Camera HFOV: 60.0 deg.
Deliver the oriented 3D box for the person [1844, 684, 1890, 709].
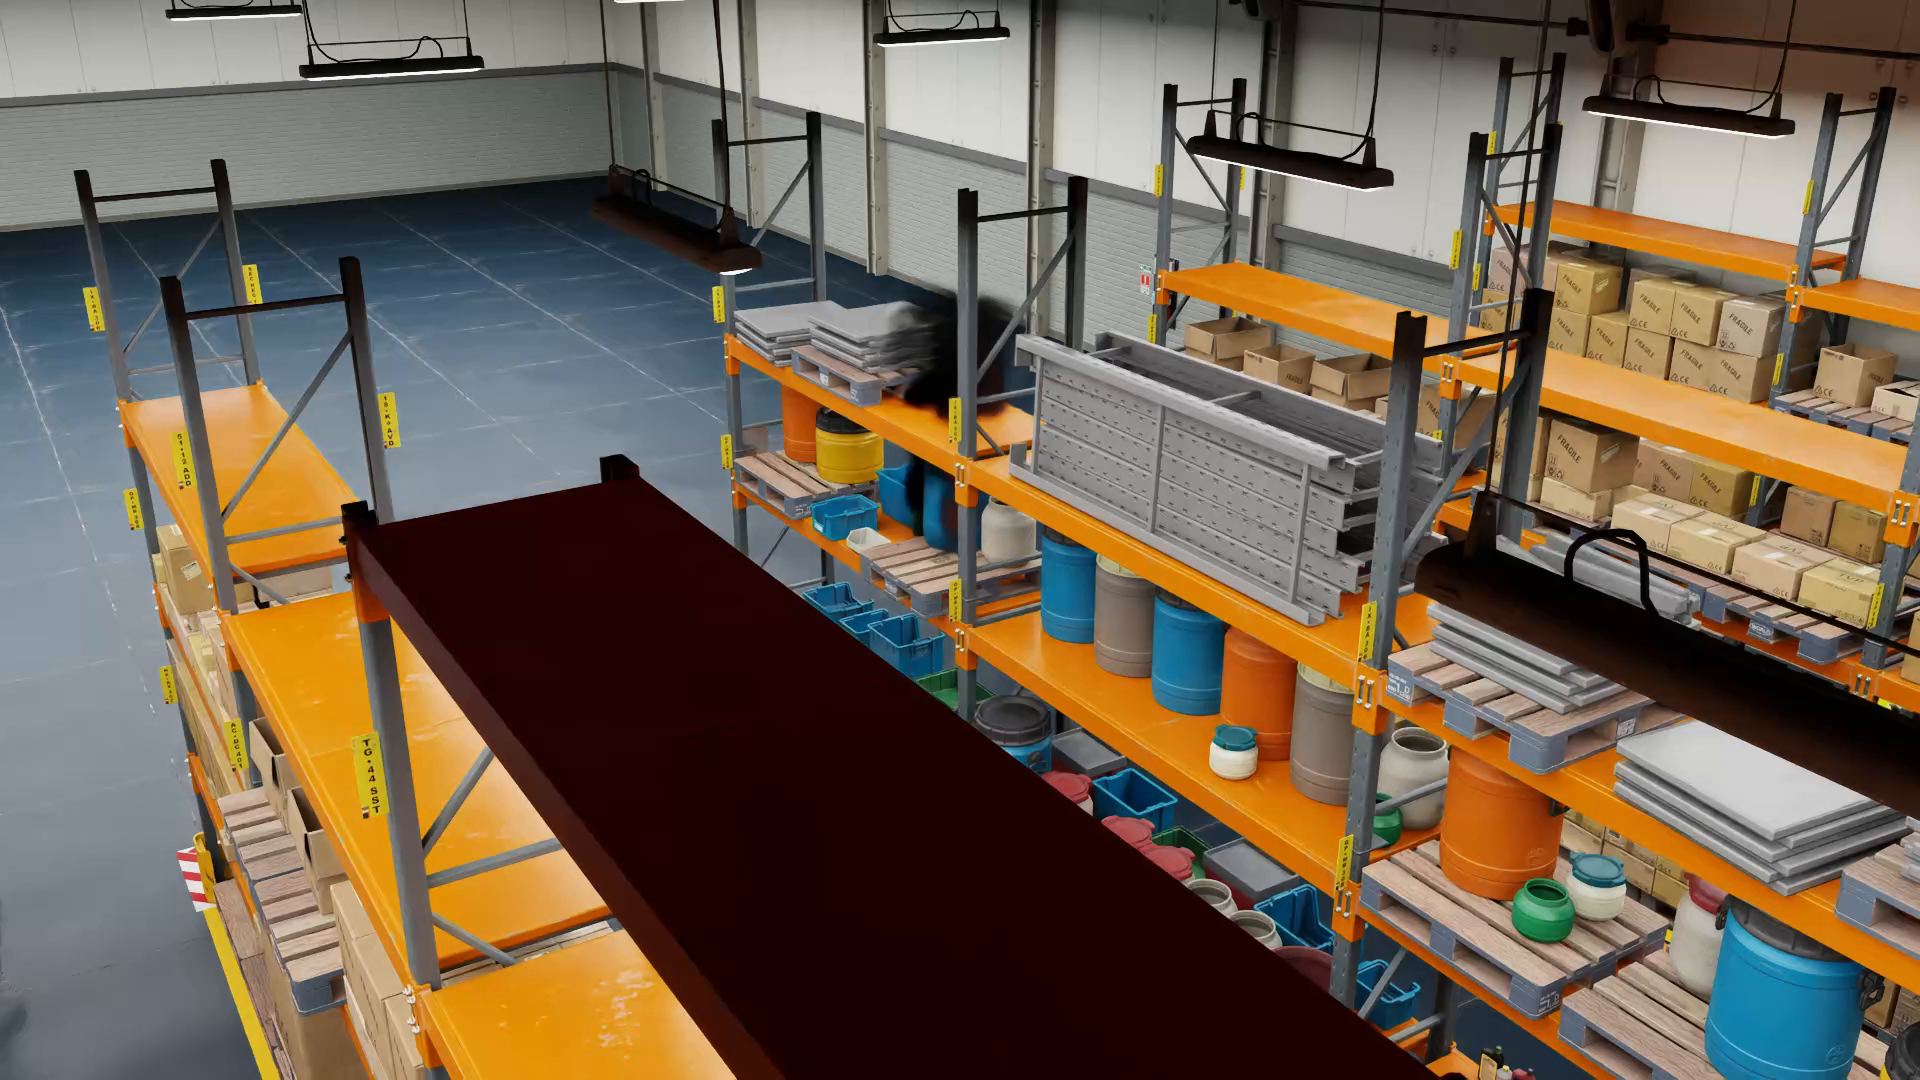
[{"bbox_3d":[7.821,1.893,14.472,0.765,1.653,0.716,20,29,41],"label":"person"}]
